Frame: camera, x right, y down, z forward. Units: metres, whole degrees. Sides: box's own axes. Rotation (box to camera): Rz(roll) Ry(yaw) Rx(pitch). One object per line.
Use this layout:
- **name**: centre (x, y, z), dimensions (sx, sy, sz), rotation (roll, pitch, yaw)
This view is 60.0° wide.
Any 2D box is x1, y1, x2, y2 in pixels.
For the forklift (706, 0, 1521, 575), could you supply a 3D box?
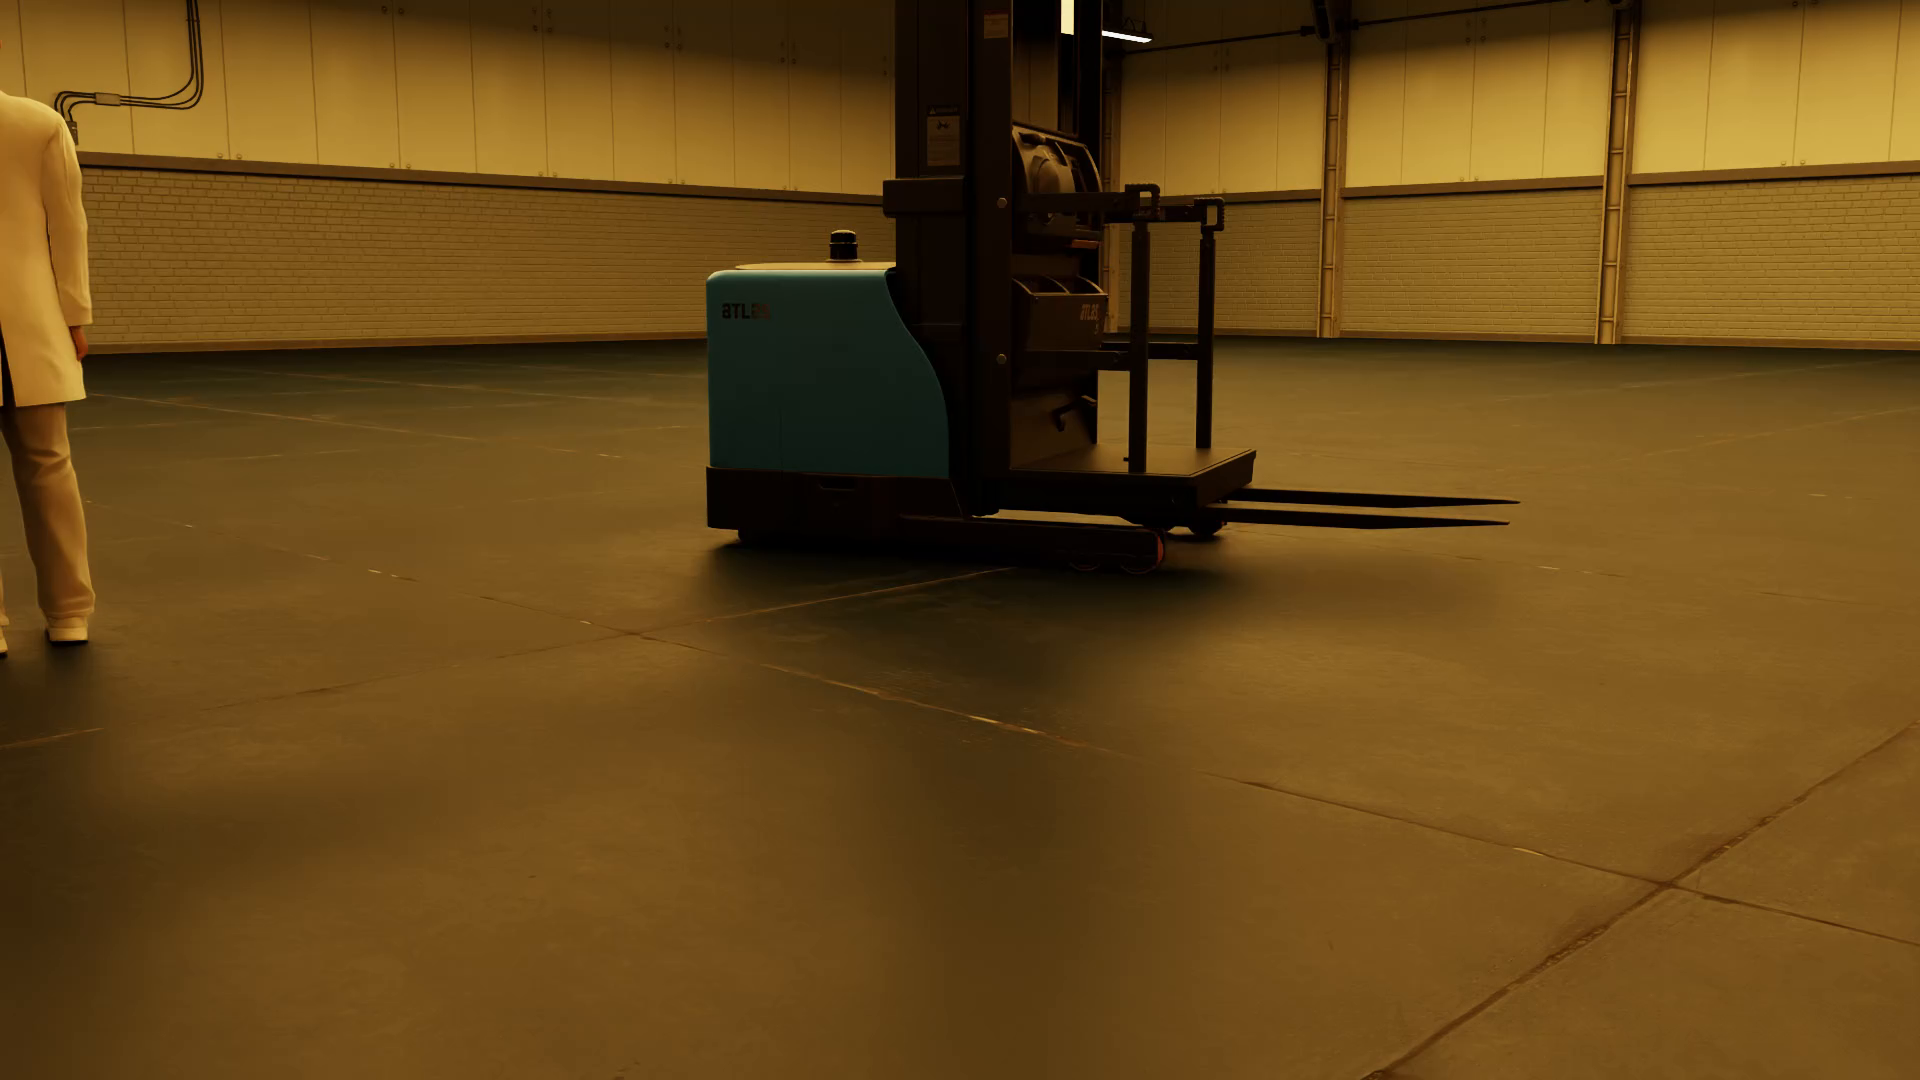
- **forklift**: centre (0.565, -1.416, 6.275), dimensions (3.031, 2.935, 1.130), rotation (3, 9, 22)

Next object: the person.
- **person**: centre (-2.723, -0.584, 4.613), dimensions (0.382, 1.783, 0.554), rotation (8, 12, 43)
